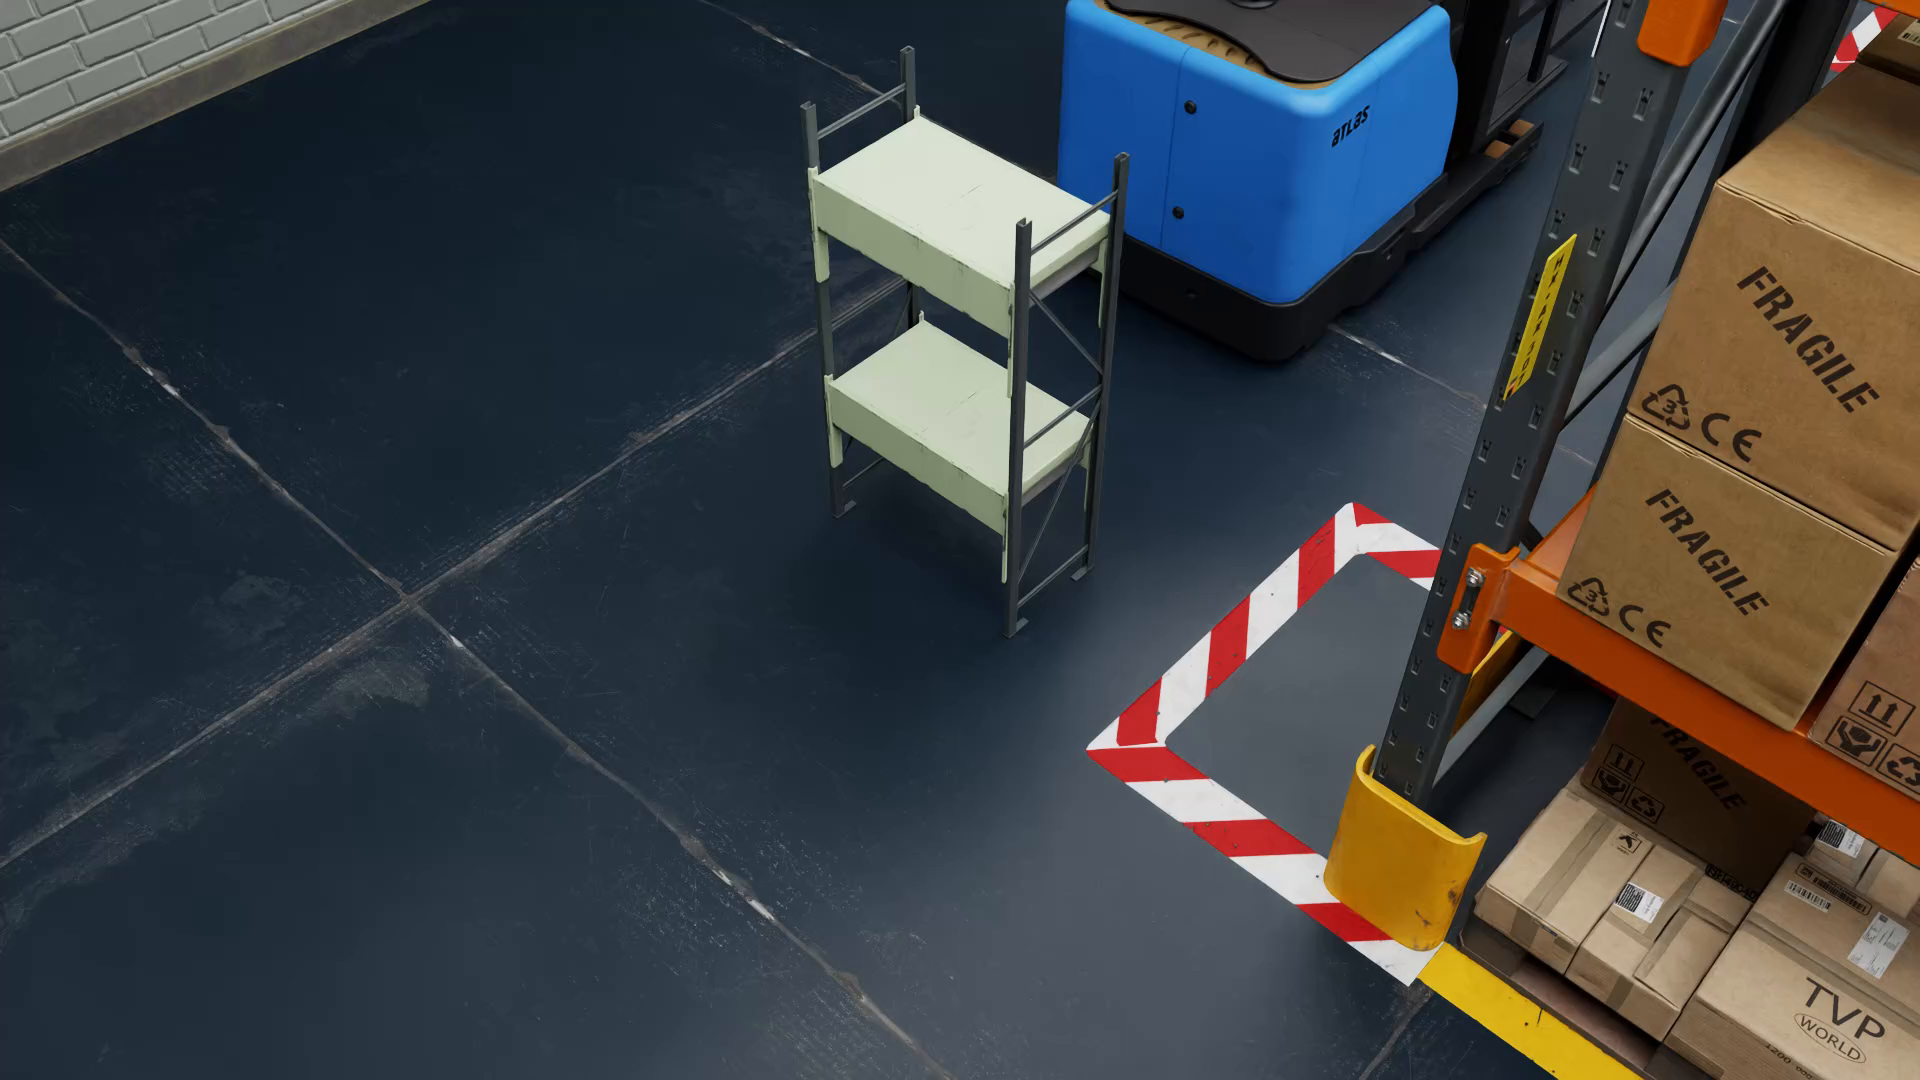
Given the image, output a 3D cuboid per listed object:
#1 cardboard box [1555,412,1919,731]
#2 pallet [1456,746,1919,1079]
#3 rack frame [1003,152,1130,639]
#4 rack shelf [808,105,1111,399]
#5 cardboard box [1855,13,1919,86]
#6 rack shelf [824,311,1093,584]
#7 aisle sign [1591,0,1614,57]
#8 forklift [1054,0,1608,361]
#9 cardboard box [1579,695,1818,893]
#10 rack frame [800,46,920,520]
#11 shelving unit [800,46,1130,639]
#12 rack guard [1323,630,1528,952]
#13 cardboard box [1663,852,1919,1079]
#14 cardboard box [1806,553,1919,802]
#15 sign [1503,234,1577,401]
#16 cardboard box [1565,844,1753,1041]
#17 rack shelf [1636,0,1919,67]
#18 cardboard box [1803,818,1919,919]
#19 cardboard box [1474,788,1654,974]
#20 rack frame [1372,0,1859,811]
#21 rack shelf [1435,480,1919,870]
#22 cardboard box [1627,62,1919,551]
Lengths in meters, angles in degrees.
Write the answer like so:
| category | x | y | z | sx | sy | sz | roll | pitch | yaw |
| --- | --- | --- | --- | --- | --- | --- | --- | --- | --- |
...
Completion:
| category | x | y | z | sx | sy | sz | roll | pitch | yaw |
| --- | --- | --- | --- | --- | --- | --- | --- | --- | --- |
| cardboard box | 1.549 | -0.061 | 3.181 | 0.500 | 0.500 | 0.500 | 35 | 56 | 28 |
| pallet | 2.045 | 0.998 | 4.168 | 1.213 | 0.211 | 1.003 | 34 | 55 | 28 |
| rack frame | 0.274 | -0.329 | 4.530 | 0.023 | 1.500 | 0.400 | 34 | 55 | 28 |
| rack shelf | 0.005 | -0.777 | 4.416 | 0.720 | 0.370 | 0.431 | 34 | 55 | 28 |
| cardboard box | 1.916 | -0.691 | 3.087 | 0.500 | 0.500 | 0.500 | 33 | 55 | 27 |
| rack shelf | 0.005 | -0.287 | 4.938 | 0.720 | 0.370 | 0.431 | 34 | 55 | 28 |
| aisle sign | 1.153 | -1.154 | 2.493 | 0.004 | 0.787 | 0.394 | 34 | 55 | 28 |
| forklift | 1.671 | -2.625 | 5.704 | 1.130 | 2.935 | 3.031 | 32 | 55 | 26 |
| cardboard box | 1.969 | 0.454 | 4.179 | 0.500 | 0.500 | 0.500 | 34 | 55 | 28 |
| rack frame | -0.264 | -0.691 | 4.870 | 0.023 | 1.500 | 0.400 | 34 | 55 | 28 |
| shelving unit | 0.005 | -0.510 | 4.700 | 0.755 | 1.500 | 0.431 | 34 | 55 | 28 |
| rack guard | 1.458 | 0.505 | 4.432 | 0.348 | 0.500 | 1.175 | 34 | 55 | 28 |
| cardboard box | 1.977 | 1.071 | 3.771 | 0.500 | 0.250 | 0.500 | 34 | 55 | 28 |
| cardboard box | 1.932 | 0.191 | 2.945 | 0.500 | 0.500 | 0.500 | 33 | 55 | 27 |
| sign | 1.034 | -0.393 | 2.968 | 0.005 | 0.325 | 0.100 | 34 | 55 | 28 |
| cardboard box | 1.661 | 0.946 | 3.946 | 0.250 | 0.166 | 0.380 | 34 | 55 | 28 |
| rack shelf | 2.872 | -0.179 | 1.797 | 4.000 | 0.370 | 1.077 | 34 | 55 | 28 |
| cardboard box | 2.205 | 0.817 | 4.067 | 0.250 | 0.166 | 0.380 | 34 | 55 | 28 |
| cardboard box | 1.477 | 0.829 | 4.068 | 0.250 | 0.149 | 0.380 | 34 | 55 | 28 |
| rack frame | 1.402 | -0.388 | 3.556 | 0.127 | 3.000 | 1.000 | 34 | 55 | 28 |
| rack shelf | 2.872 | 0.847 | 2.890 | 4.000 | 0.370 | 1.077 | 34 | 55 | 28 |
| cardboard box | 1.549 | -0.404 | 2.817 | 0.500 | 0.500 | 0.500 | 36 | 56 | 29 |
